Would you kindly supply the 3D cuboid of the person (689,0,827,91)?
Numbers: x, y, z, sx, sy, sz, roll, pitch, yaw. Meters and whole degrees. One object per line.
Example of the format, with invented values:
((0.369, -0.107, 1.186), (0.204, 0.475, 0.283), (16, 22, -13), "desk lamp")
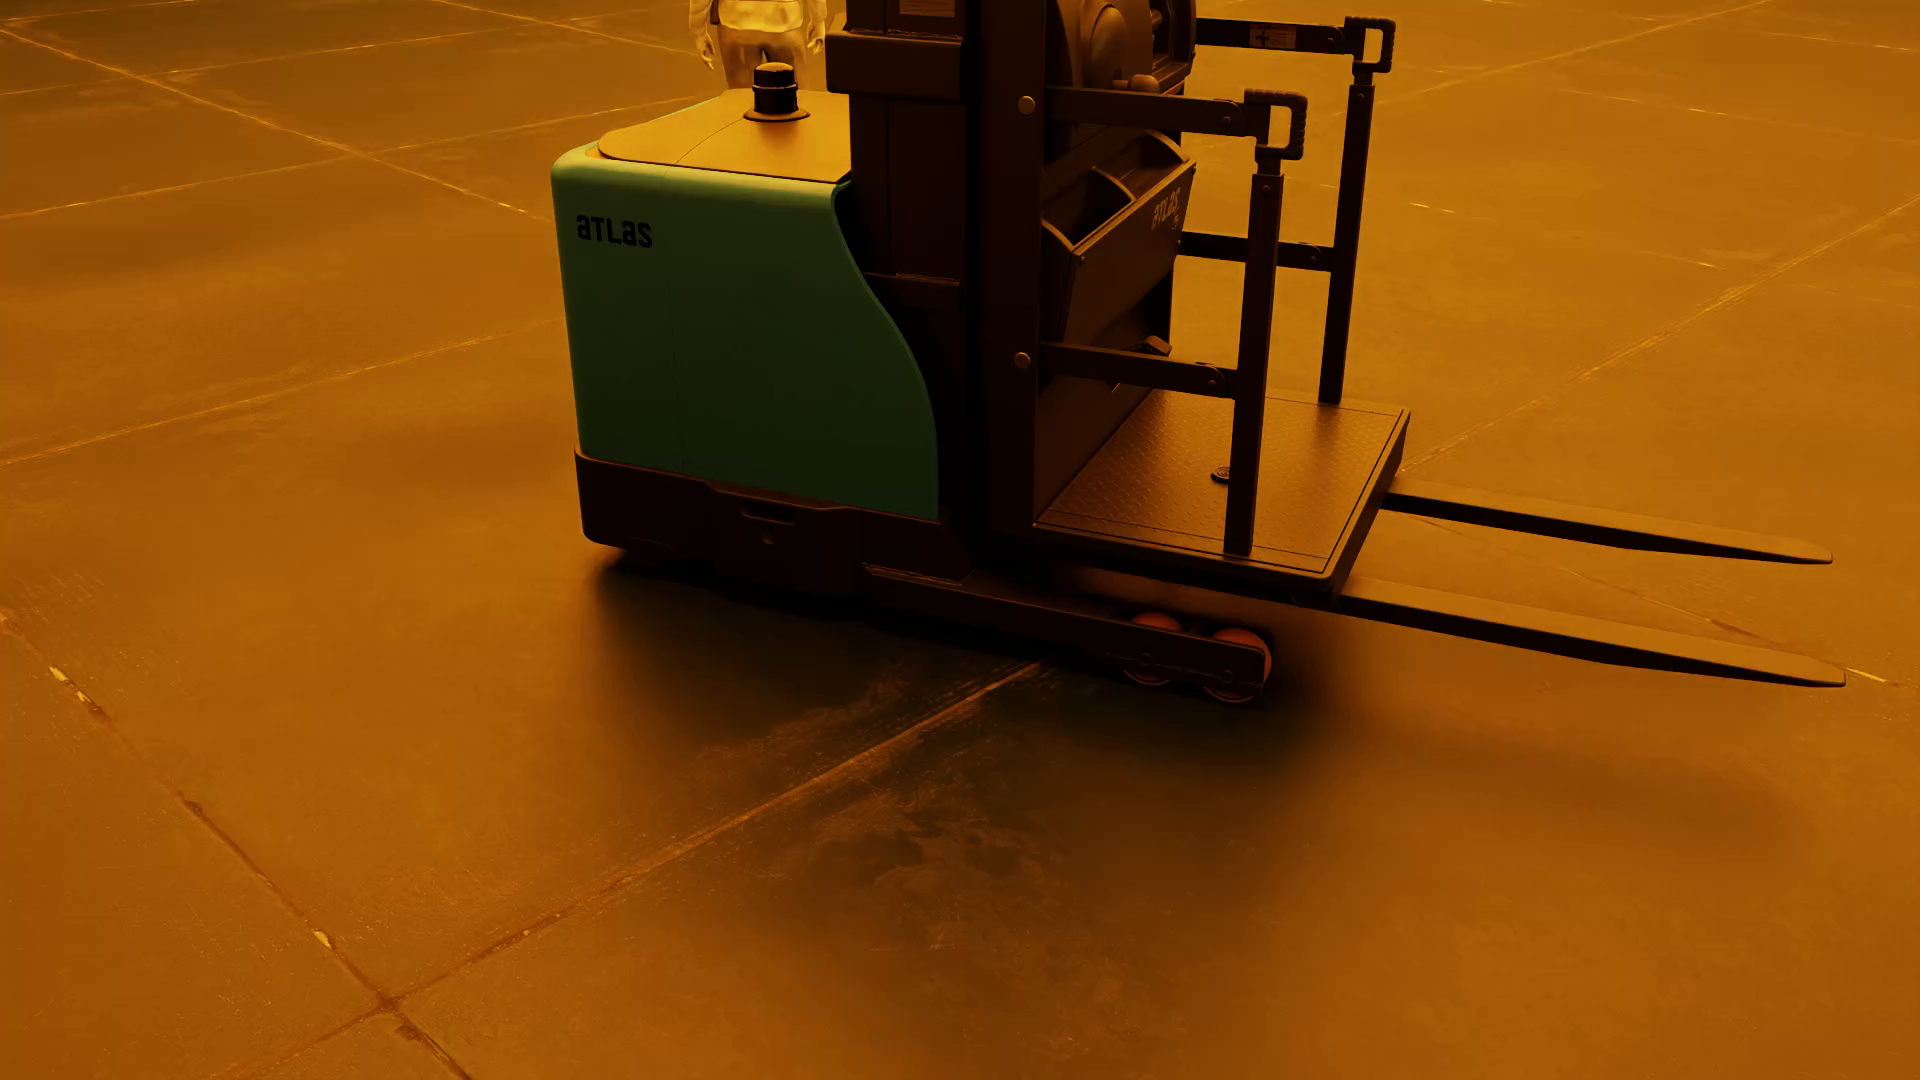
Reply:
((-0.846, -2.151, 6.988), (0.588, 1.695, 0.530), (-6, 27, -12), "person")

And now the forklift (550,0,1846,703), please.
((0.560, -1.212, 3.684), (3.031, 2.935, 1.130), (11, 28, 20), "forklift")
